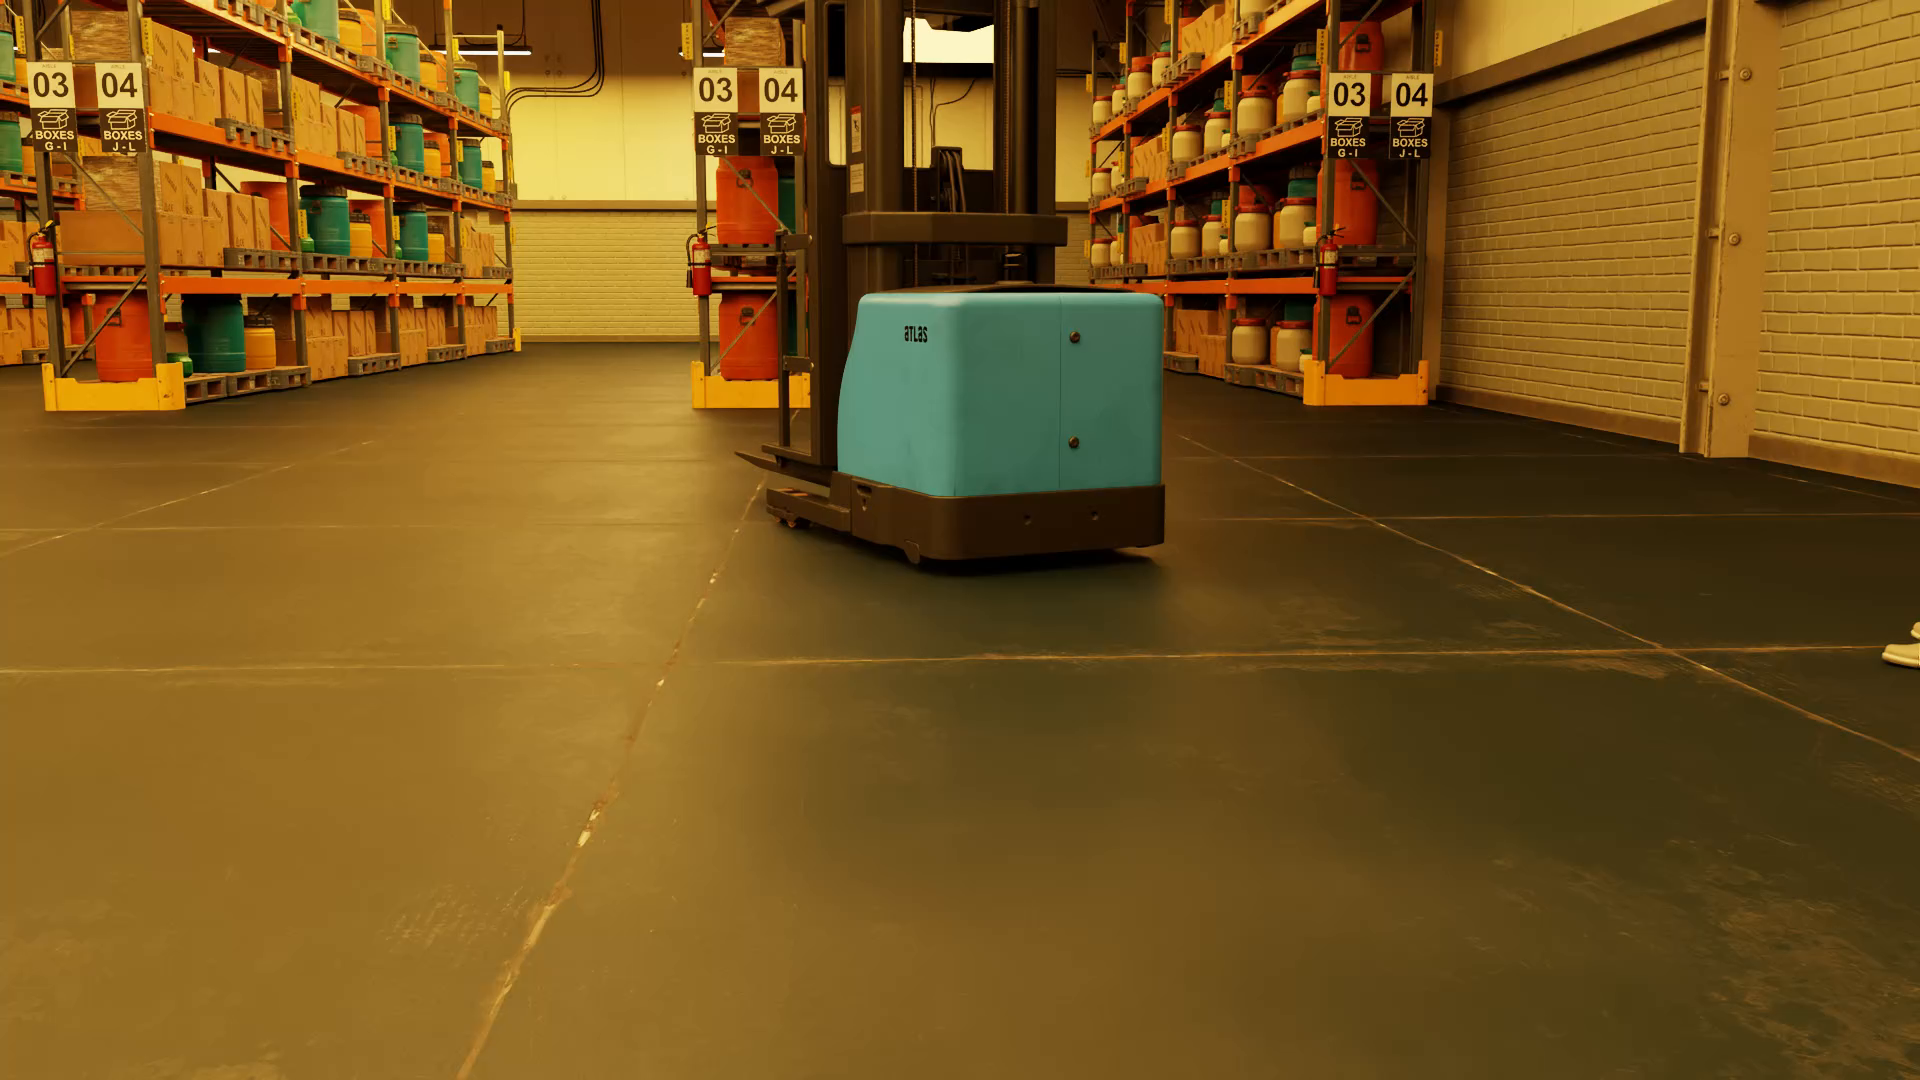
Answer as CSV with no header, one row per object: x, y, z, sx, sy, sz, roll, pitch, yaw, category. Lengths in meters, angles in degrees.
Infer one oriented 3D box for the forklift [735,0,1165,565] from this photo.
-0.264,-1.530,7.637,1.130,2.935,3.031,-4,9,-25,forklift

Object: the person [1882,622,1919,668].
3.017,-0.473,4.852,0.421,1.668,0.642,8,12,43,person
